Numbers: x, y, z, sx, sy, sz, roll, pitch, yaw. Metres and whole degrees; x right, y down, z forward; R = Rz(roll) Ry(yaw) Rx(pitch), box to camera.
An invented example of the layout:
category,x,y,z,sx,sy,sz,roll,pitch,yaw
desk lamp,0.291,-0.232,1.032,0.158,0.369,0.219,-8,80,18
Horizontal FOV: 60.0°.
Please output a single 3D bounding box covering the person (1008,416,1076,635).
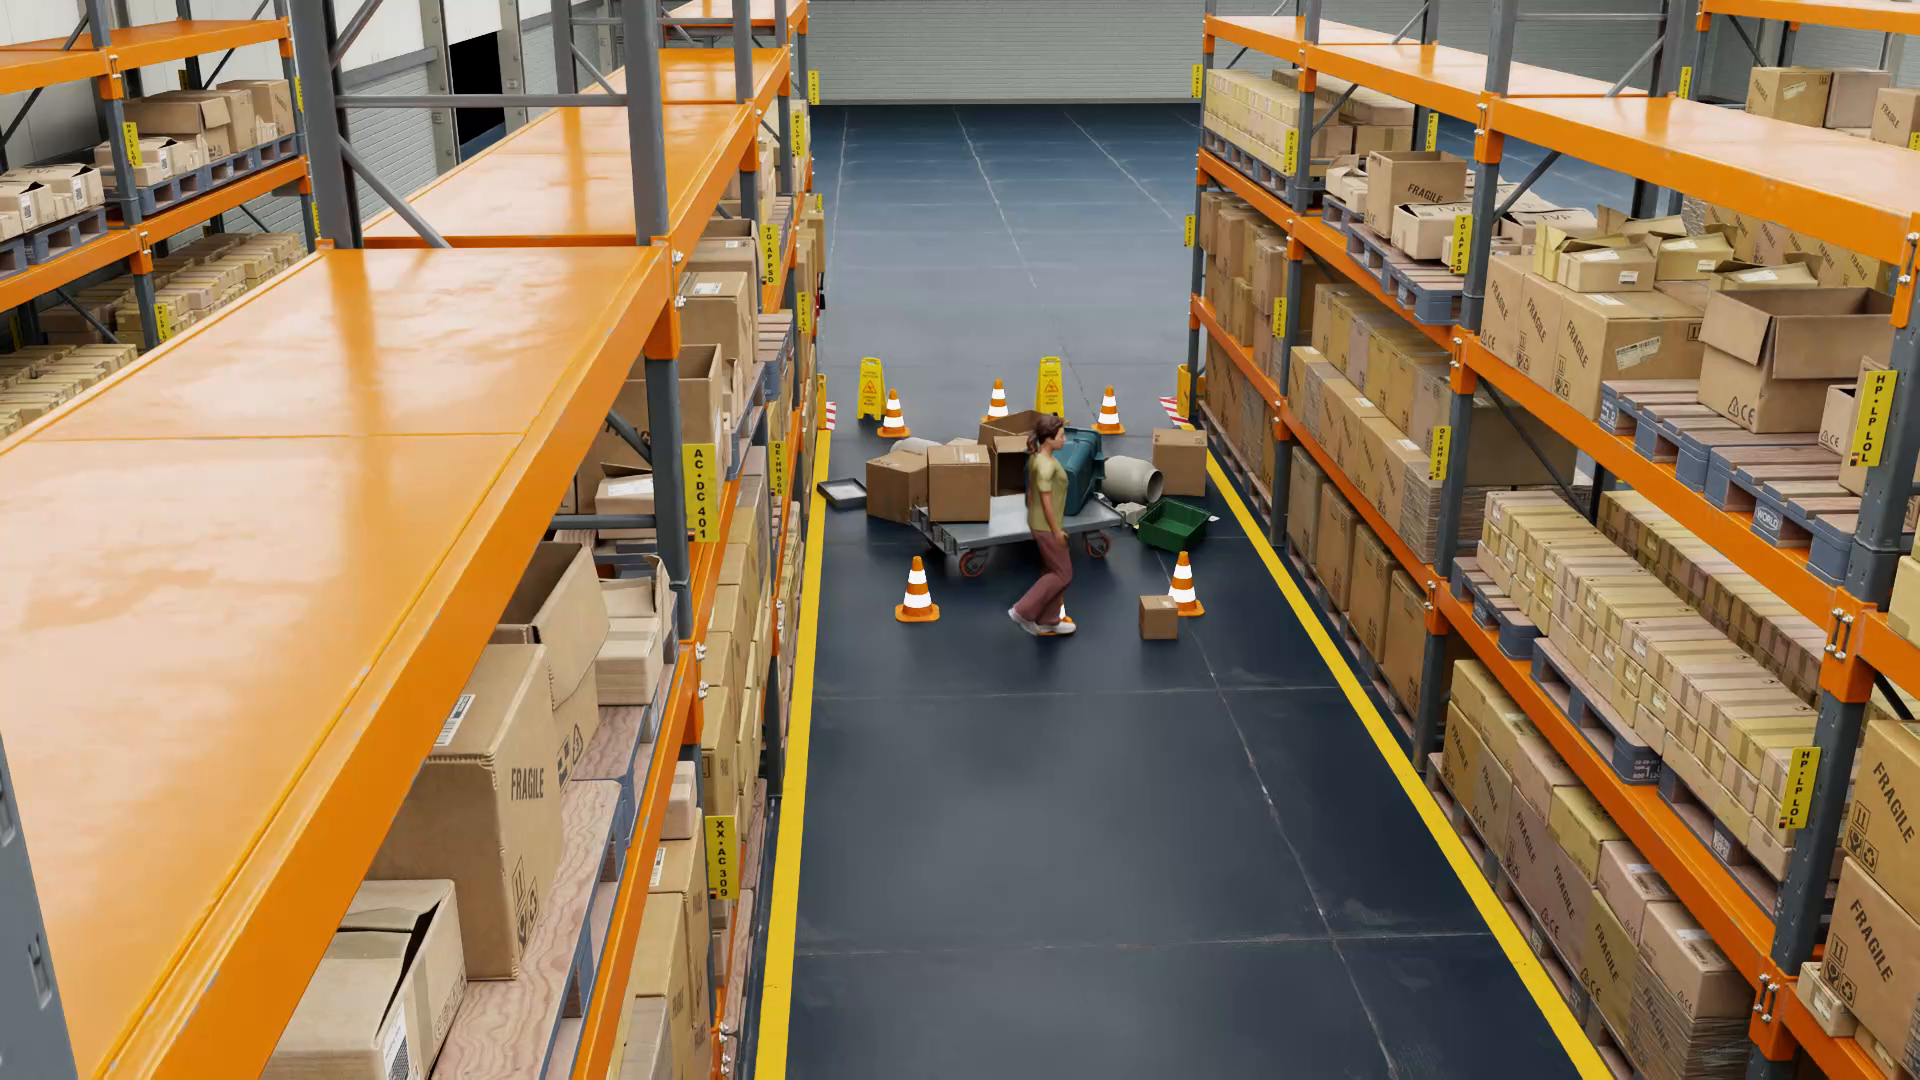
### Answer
category,x,y,z,sx,sy,sz,roll,pitch,yaw
person,0.607,-0.099,12.135,0.517,1.665,0.459,-1,21,-4
